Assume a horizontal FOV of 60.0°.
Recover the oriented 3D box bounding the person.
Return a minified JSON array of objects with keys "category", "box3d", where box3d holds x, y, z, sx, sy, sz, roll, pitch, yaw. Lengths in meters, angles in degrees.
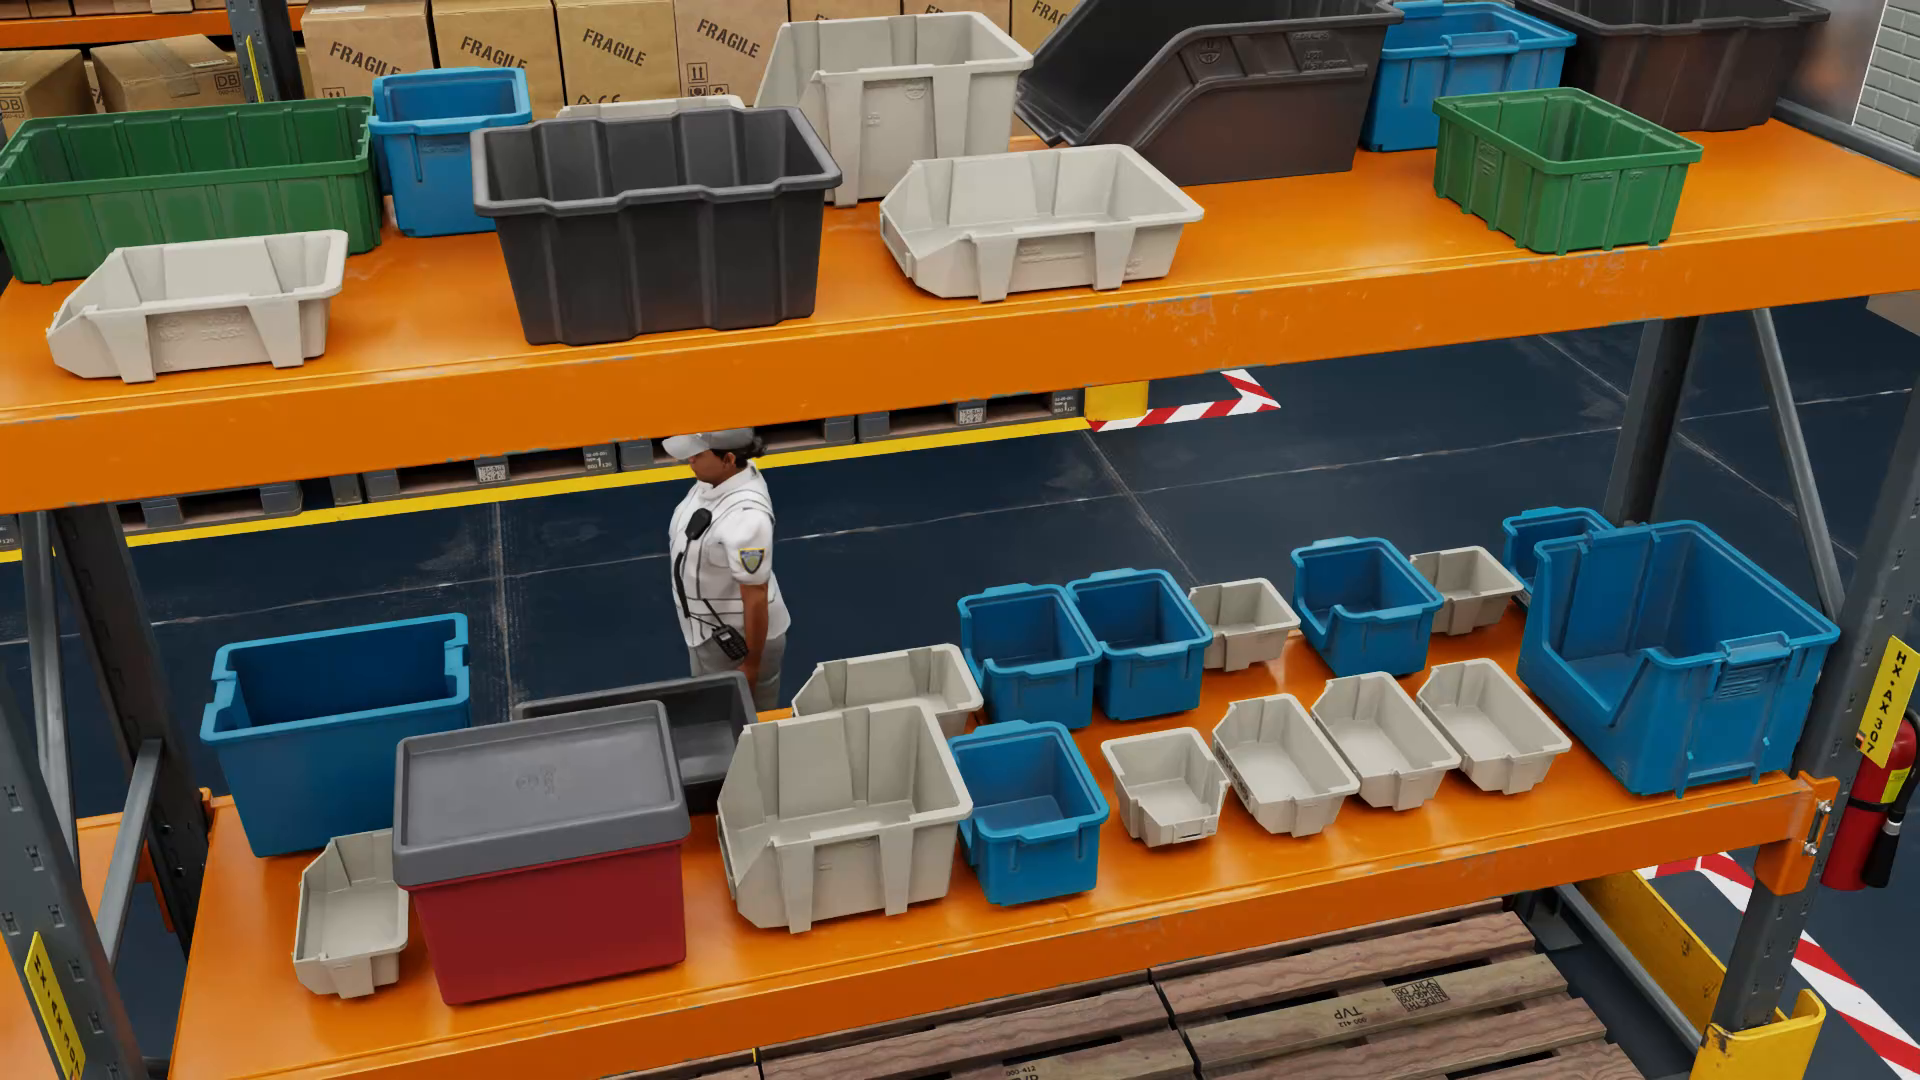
[{"category":"person","box3d":[-0.780,0.309,5.610,0.584,1.685,0.488,-8,31,-13]}]
